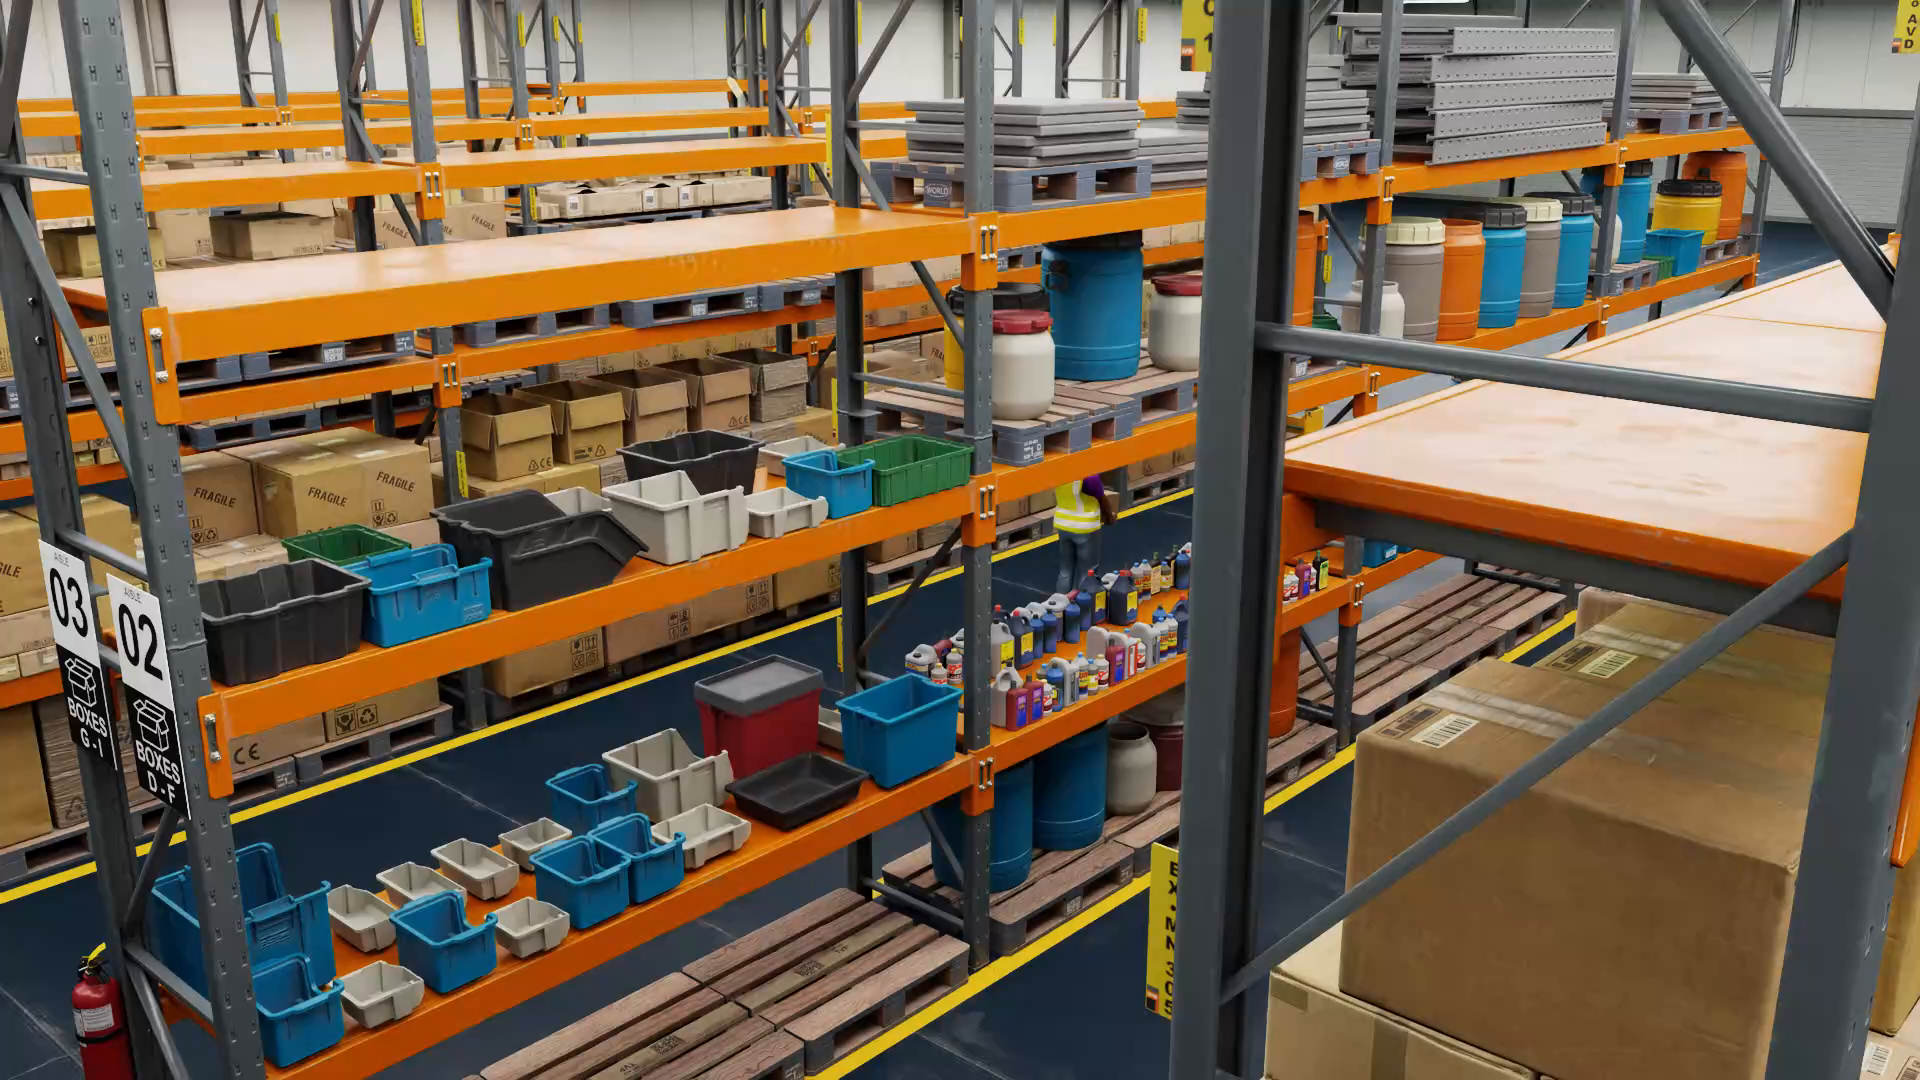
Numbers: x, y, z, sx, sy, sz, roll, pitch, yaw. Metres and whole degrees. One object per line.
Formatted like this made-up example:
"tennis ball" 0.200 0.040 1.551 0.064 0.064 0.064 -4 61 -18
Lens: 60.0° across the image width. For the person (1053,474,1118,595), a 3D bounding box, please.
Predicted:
"person" 1.066 -0.117 14.398 0.503 1.760 0.577 15 22 40
